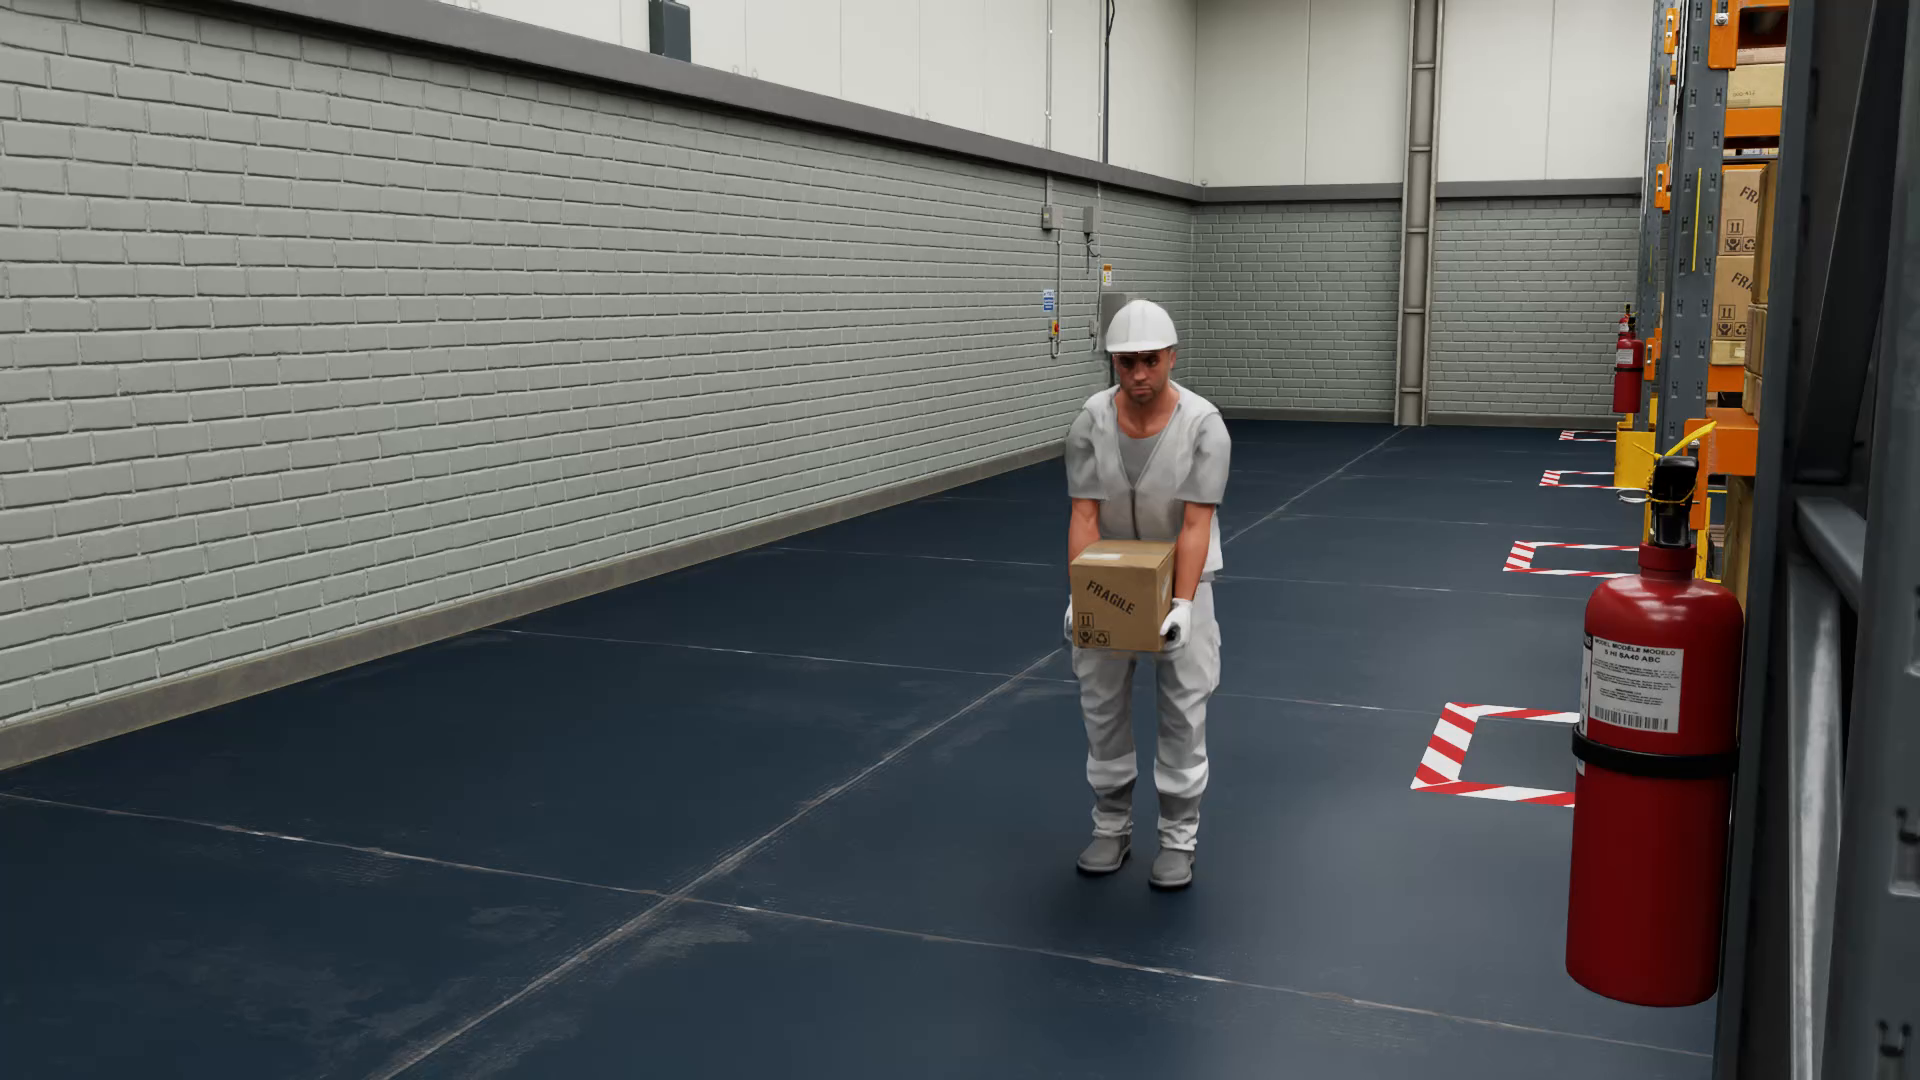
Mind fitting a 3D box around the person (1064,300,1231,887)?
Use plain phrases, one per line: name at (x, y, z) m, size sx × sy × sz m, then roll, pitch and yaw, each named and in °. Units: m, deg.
person at (0.550, 0.162, 4.901) m, size 0.485 × 1.725 × 0.602 m, roll 3°, pitch 9°, yaw 20°
